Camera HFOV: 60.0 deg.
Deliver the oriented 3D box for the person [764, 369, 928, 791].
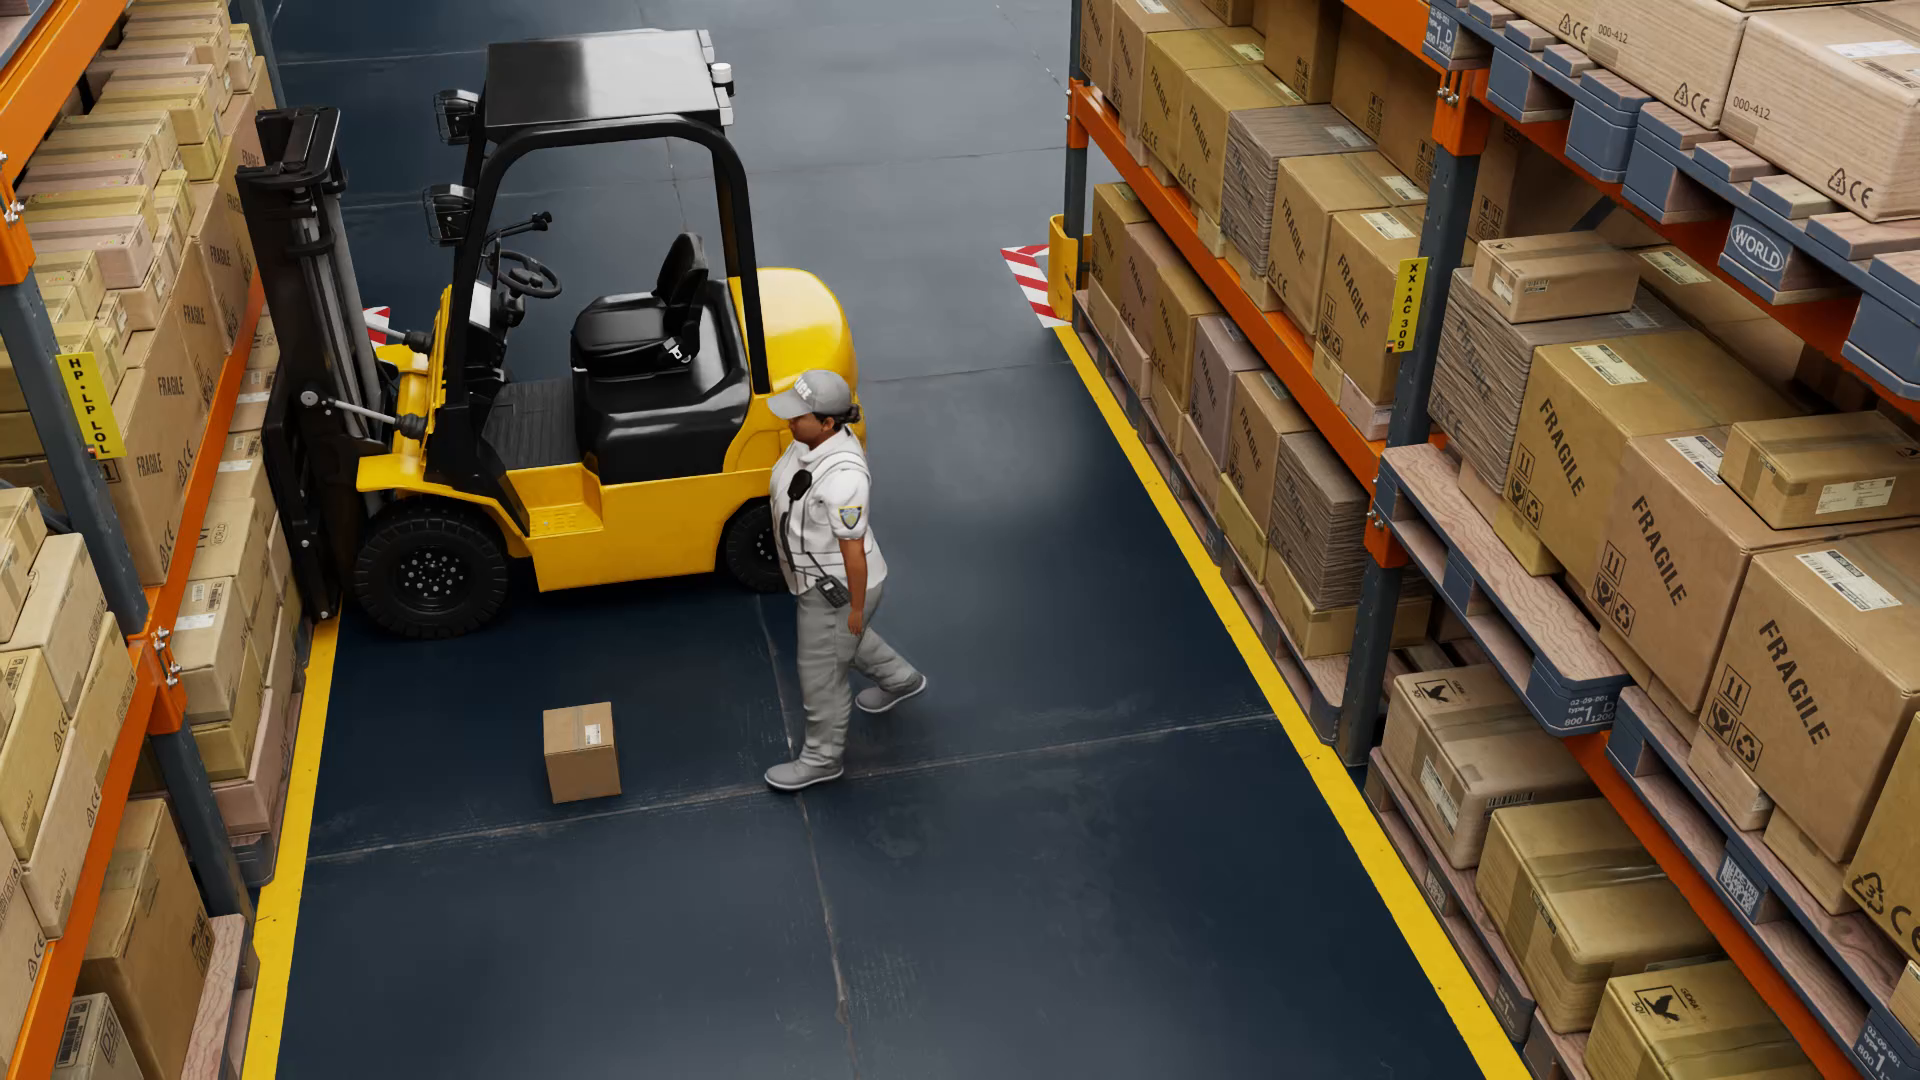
[{"bbox_3d":[-0.429,0.119,5.957,0.700,1.655,0.484,-9,36,-13],"label":"person"}]
